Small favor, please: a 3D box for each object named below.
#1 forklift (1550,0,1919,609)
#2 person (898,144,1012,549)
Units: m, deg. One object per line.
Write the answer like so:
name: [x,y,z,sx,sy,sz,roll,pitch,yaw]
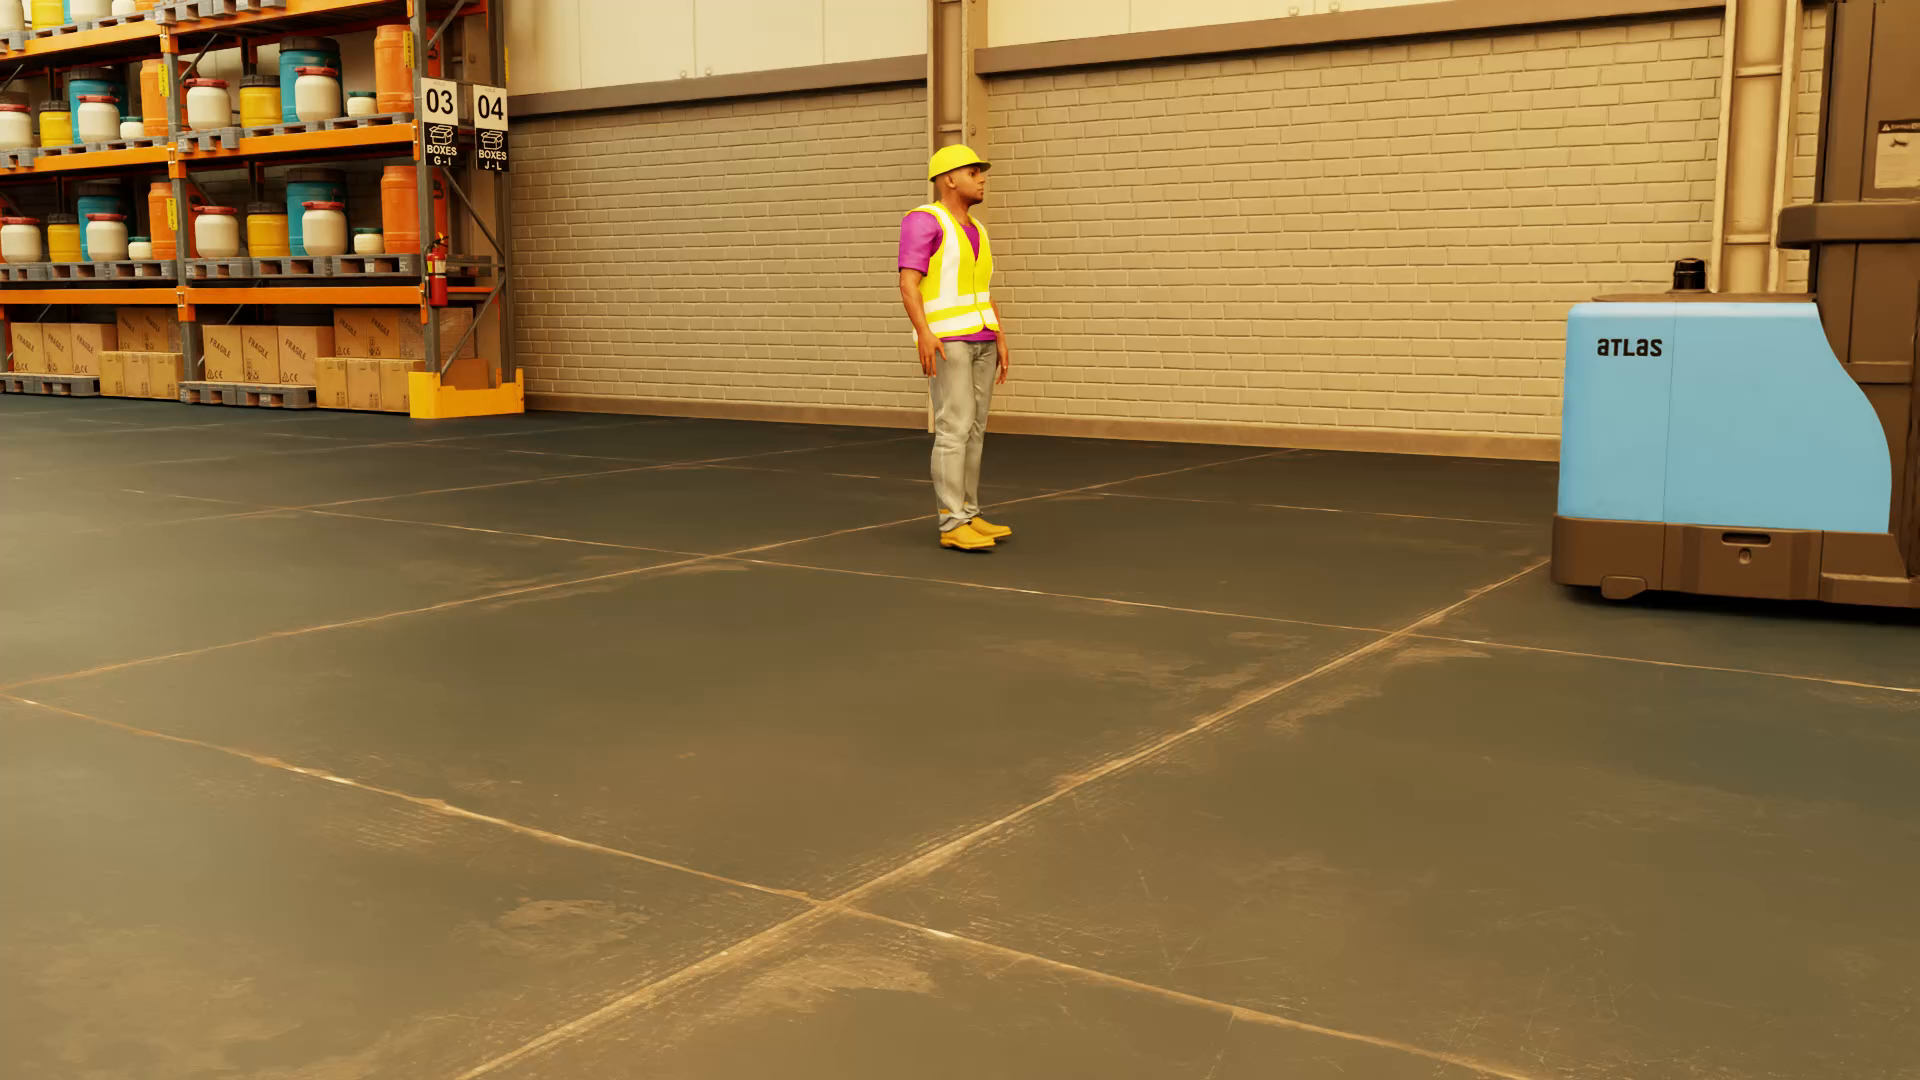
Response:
forklift: [3.713,-1.203,5.650,3.031,2.935,1.130,4,9,24]
person: [0.054,-0.876,7.435,0.577,1.765,0.665,5,10,34]
